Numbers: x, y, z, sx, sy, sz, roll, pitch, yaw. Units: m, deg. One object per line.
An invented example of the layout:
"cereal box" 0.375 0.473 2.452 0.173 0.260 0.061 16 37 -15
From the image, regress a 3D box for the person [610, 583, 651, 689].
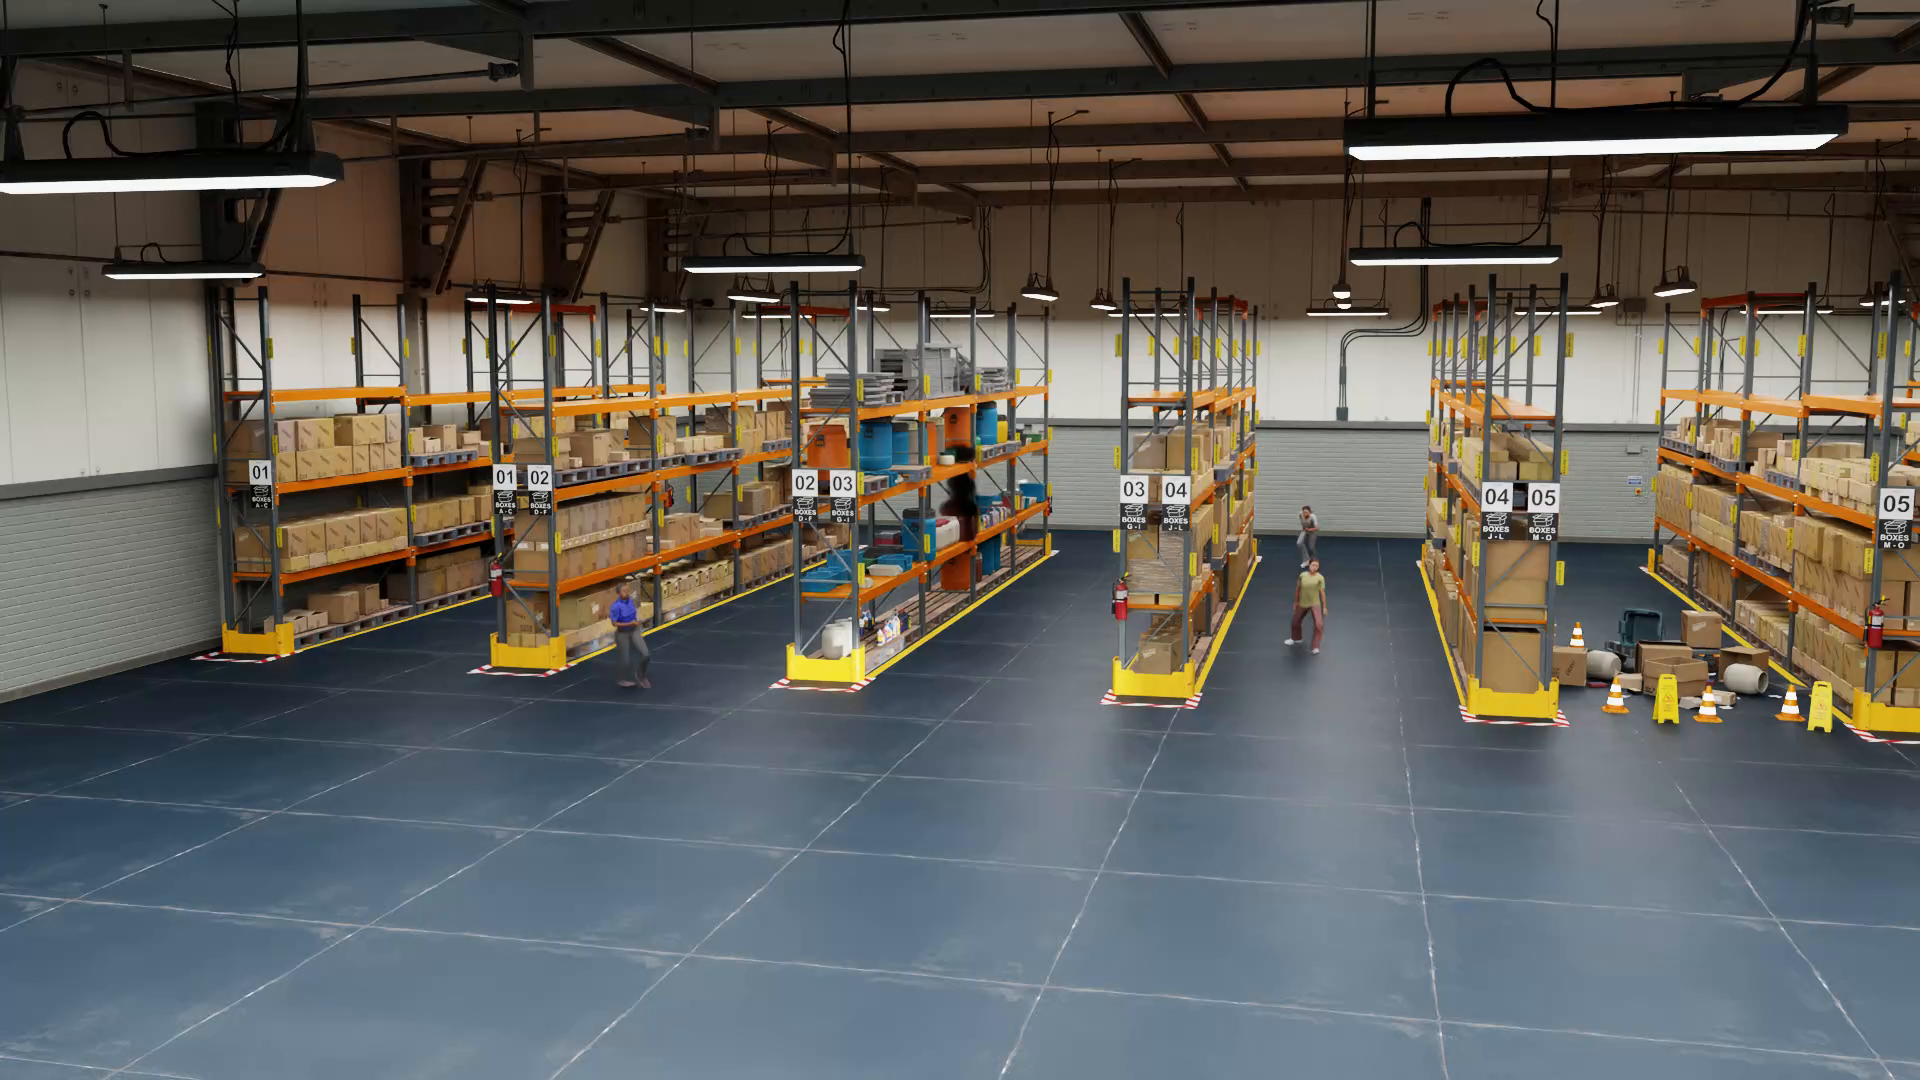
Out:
"person" -4.851 1.419 24.334 0.732 1.628 0.657 6 9 42

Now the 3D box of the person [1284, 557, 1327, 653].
"person" 5.723 1.059 27.600 0.780 1.568 0.740 3 7 26

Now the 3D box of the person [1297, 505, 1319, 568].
"person" 8.084 -0.101 38.384 0.580 1.436 1.109 4 8 32

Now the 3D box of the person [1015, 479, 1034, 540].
"person" 1.512 -0.655 41.816 0.561 1.762 0.679 4 8 32
